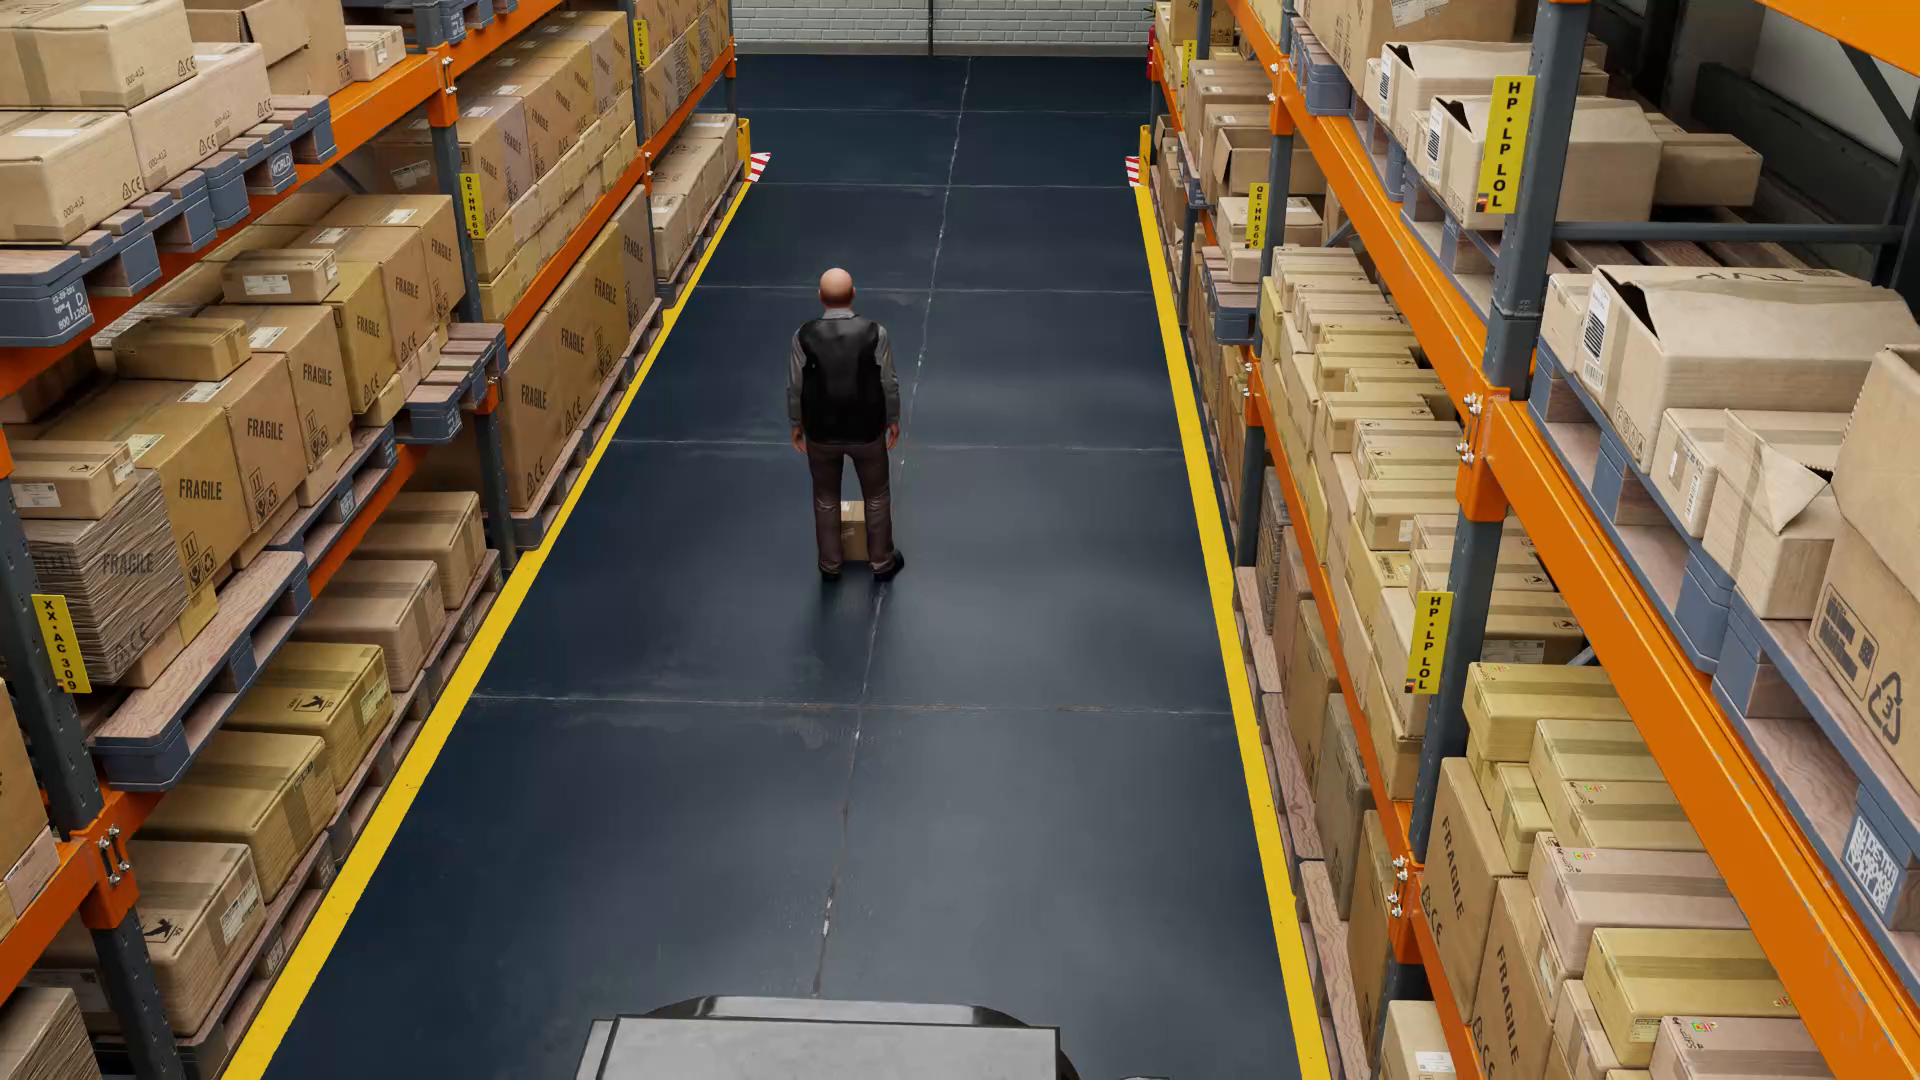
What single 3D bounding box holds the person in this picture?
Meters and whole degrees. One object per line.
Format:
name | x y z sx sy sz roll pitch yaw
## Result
person | -0.603 -0.573 8.734 0.594 1.721 0.422 -1 28 -1
